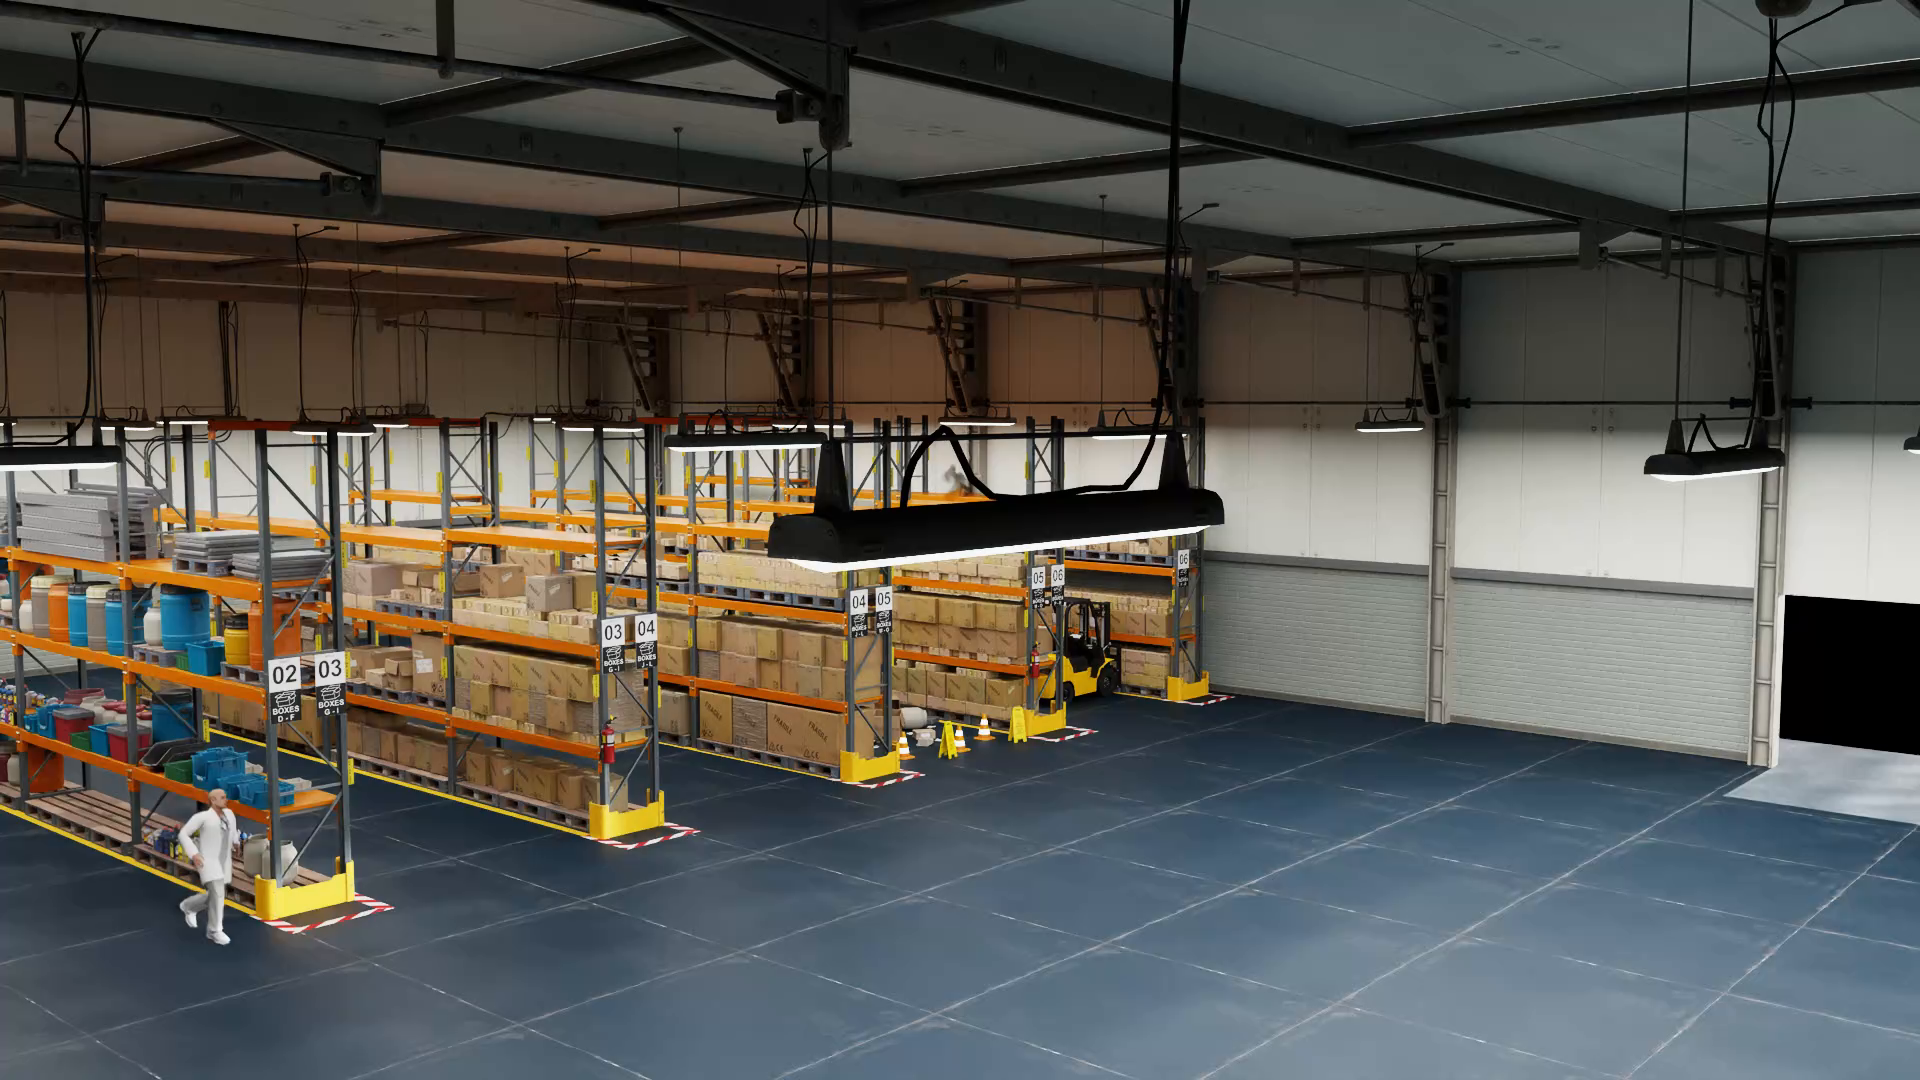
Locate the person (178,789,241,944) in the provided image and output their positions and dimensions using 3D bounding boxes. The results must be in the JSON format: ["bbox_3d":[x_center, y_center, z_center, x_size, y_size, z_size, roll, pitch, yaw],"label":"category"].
[{"bbox_3d":[-8.884,3.839,19.762,0.901,1.742,0.750,2,5,22],"label":"person"}]
